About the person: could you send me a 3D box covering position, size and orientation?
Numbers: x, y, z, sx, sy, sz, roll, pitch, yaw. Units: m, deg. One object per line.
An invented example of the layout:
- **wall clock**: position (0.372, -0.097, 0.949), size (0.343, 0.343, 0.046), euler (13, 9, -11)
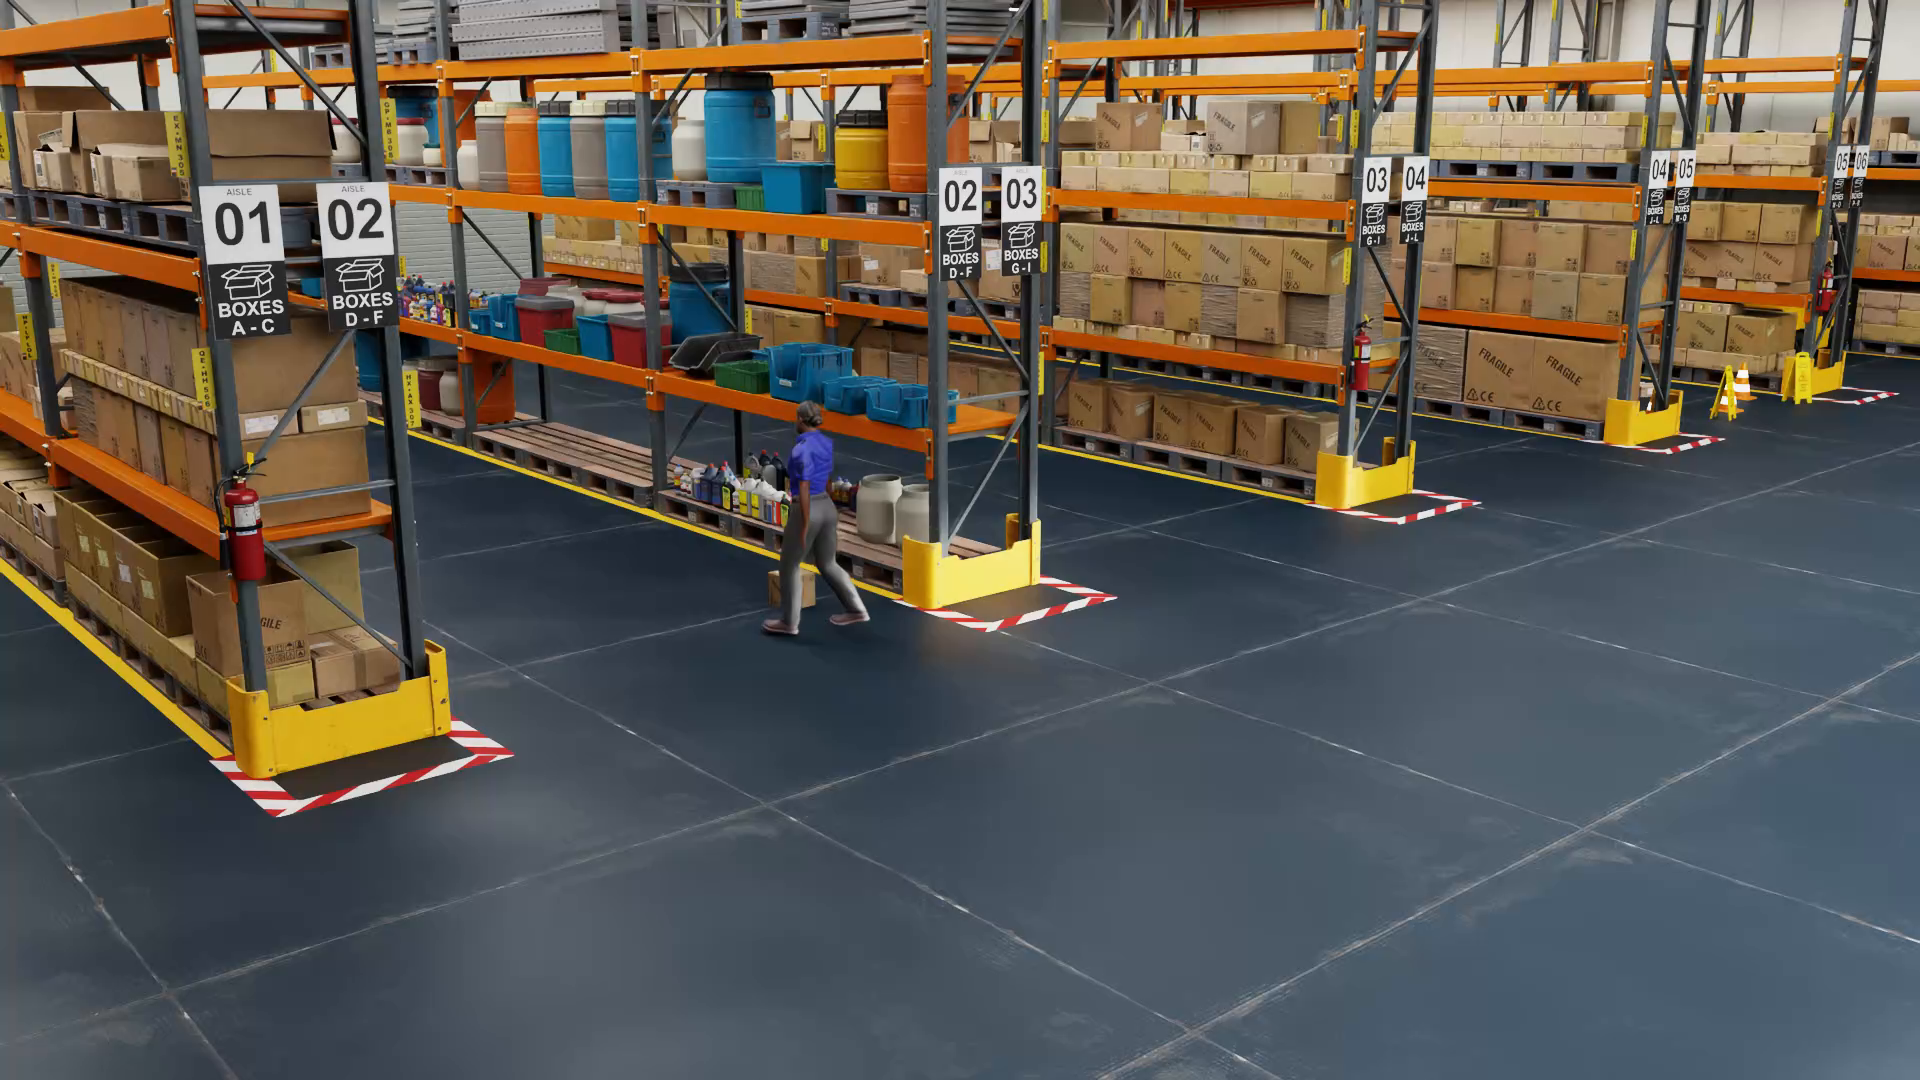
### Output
- **person**: position (-1.021, -0.159, 11.591), size (0.679, 1.633, 0.477), euler (8, 16, 29)
